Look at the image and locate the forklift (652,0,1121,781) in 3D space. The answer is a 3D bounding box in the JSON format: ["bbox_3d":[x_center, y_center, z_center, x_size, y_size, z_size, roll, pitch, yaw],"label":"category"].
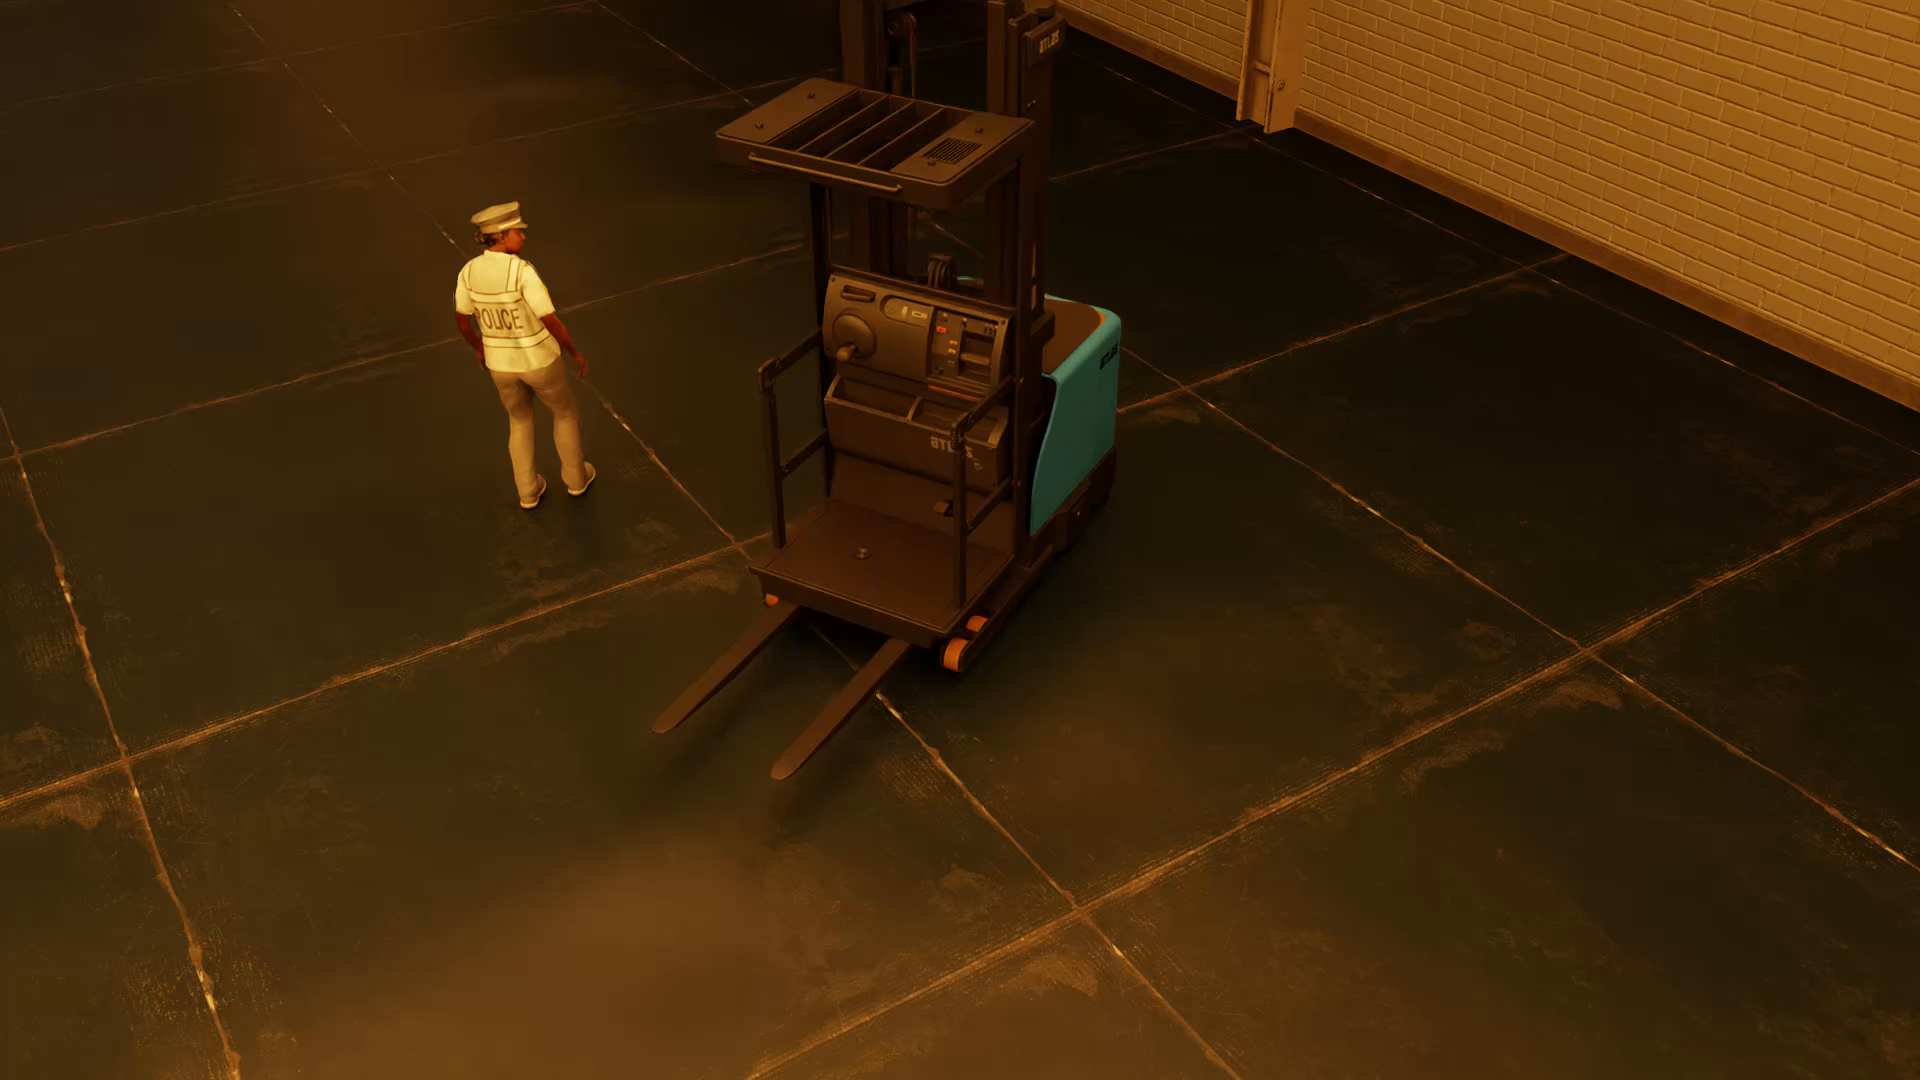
[{"bbox_3d":[-0.309,-0.875,7.392,1.130,2.935,3.031,17,39,23],"label":"forklift"}]

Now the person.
[{"bbox_3d":[-2.234,-0.953,8.618,0.651,1.654,0.471,6,36,9],"label":"person"}]
